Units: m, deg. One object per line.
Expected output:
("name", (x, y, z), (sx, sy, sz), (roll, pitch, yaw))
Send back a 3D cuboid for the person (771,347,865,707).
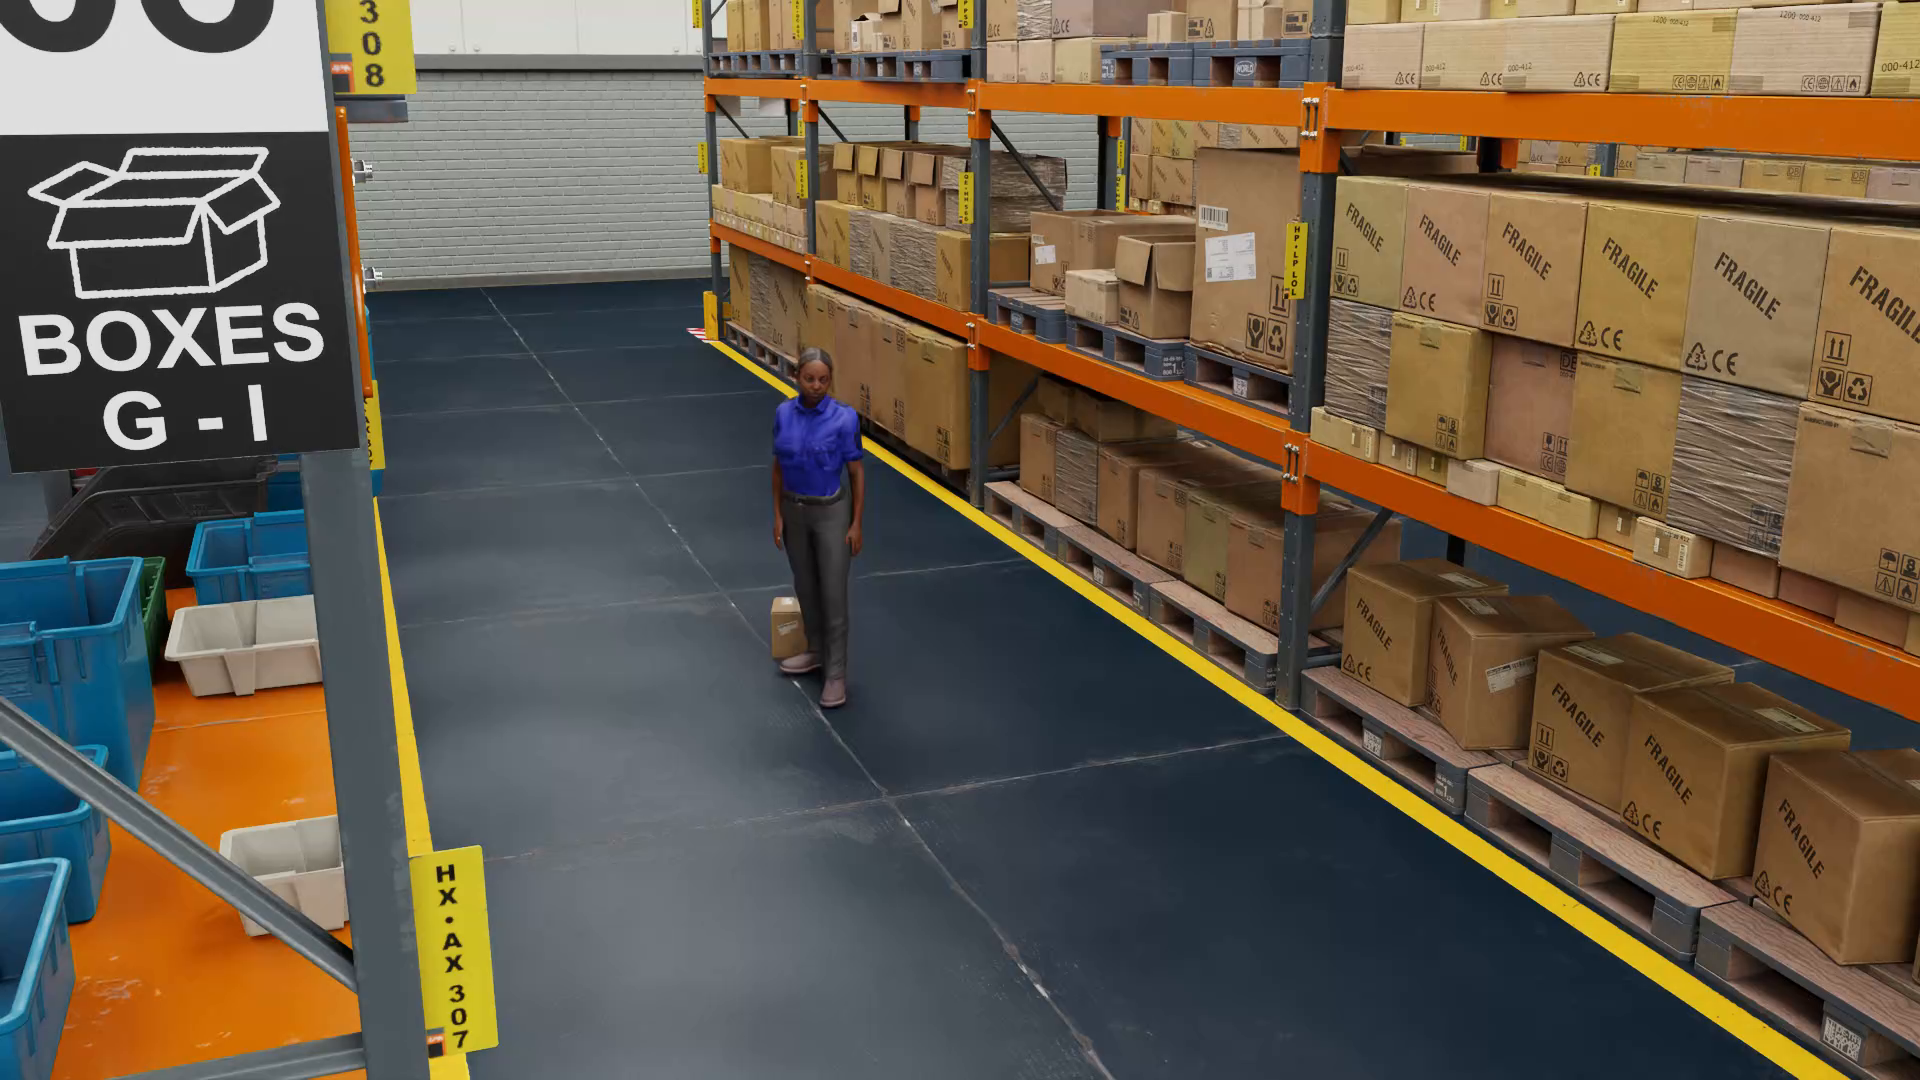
("person", (-0.686, -0.094, 7.844), (0.495, 1.657, 0.533), (7, 17, 23))
